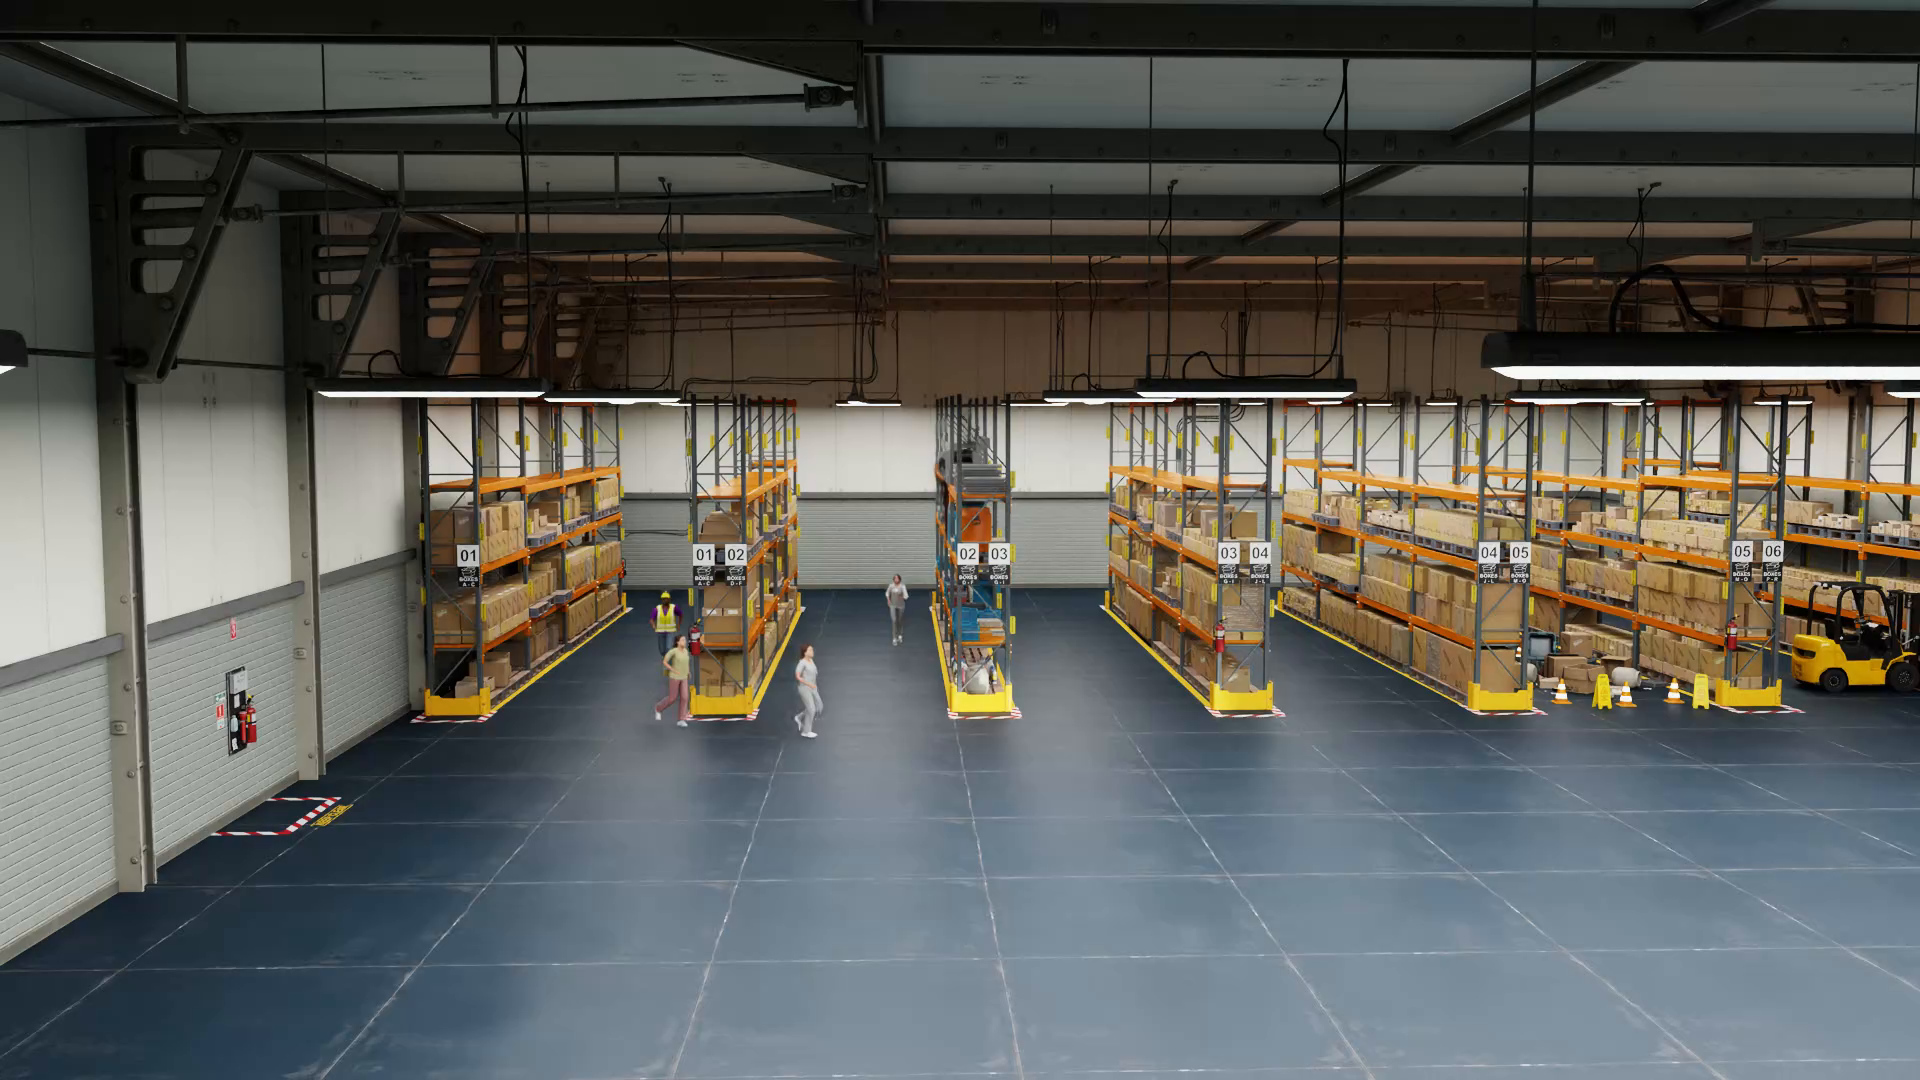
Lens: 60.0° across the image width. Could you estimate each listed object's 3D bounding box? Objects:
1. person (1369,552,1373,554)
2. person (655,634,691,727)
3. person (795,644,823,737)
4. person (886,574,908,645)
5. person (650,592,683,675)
[{"bbox_3d":[11.383,1.238,46.029,0.634,1.789,0.893,-1,5,-9],"label":"person"},{"bbox_3d":[-5.093,2.520,30.200,0.913,1.625,0.635,4,6,43],"label":"person"},{"bbox_3d":[-2.683,2.622,29.012,0.563,1.633,0.581,2,5,25],"label":"person"},{"bbox_3d":[-1.462,1.589,38.548,0.532,1.626,0.716,0,4,2],"label":"person"},{"bbox_3d":[-6.389,2.014,36.175,0.707,1.762,0.891,0,5,-4],"label":"person"}]
